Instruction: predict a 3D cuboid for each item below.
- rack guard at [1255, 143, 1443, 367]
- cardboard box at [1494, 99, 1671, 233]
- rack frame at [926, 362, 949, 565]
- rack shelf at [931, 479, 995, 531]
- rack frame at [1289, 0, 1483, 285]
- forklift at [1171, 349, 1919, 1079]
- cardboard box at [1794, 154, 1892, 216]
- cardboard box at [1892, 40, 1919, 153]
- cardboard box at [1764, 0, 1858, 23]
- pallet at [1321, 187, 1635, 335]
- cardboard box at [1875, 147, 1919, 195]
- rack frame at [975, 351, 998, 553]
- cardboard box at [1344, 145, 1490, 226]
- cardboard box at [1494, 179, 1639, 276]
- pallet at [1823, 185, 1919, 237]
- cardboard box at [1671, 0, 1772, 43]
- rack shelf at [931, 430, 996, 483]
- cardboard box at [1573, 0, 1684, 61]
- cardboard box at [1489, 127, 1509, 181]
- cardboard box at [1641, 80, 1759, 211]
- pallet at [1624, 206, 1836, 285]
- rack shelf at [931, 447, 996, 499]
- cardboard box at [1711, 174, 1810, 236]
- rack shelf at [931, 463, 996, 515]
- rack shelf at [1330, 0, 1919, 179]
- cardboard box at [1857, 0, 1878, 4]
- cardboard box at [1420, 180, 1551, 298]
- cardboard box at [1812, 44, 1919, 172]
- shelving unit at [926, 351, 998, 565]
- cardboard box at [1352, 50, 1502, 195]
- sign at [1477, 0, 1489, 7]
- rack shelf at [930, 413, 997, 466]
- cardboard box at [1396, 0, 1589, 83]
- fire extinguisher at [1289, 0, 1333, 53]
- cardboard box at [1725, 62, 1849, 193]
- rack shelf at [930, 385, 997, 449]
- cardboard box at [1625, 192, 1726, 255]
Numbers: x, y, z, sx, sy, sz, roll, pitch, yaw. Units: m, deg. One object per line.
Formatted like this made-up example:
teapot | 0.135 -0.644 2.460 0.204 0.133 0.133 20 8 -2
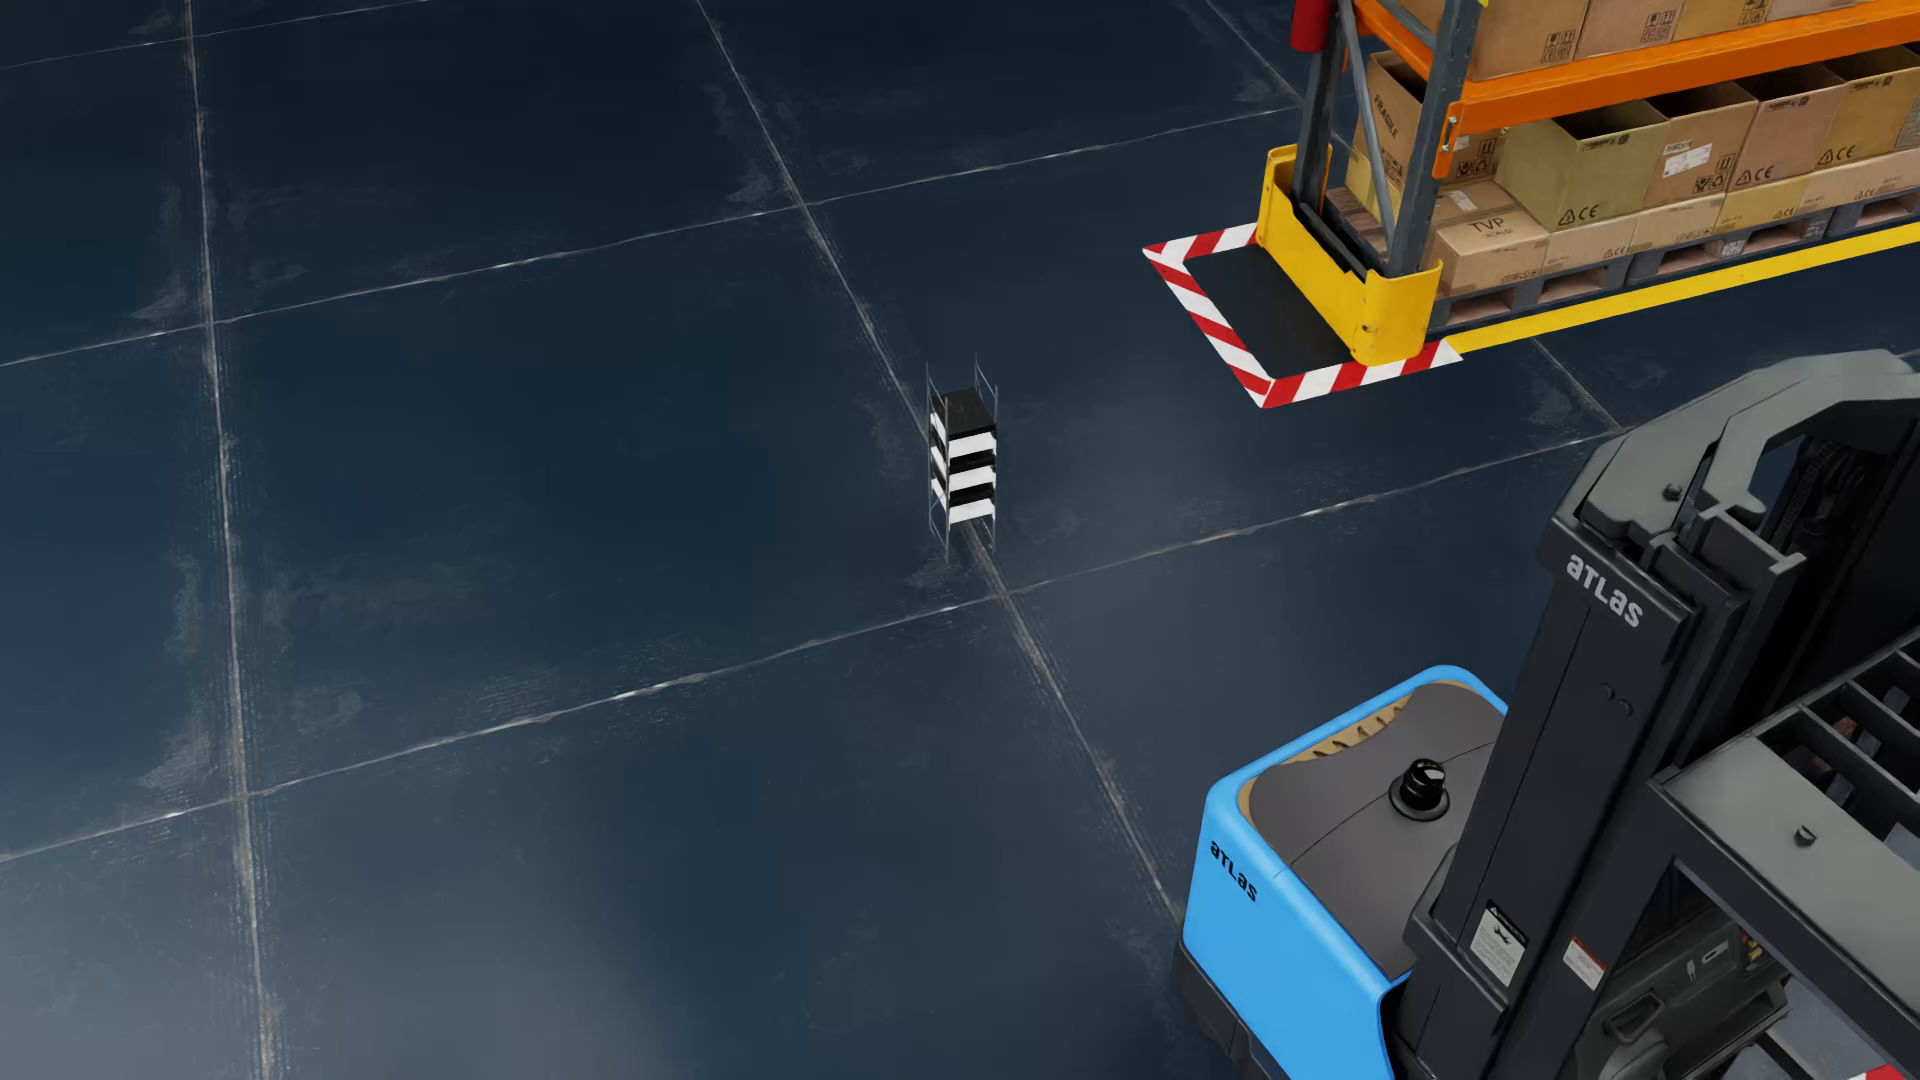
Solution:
rack guard | 1.872 -1.415 8.117 0.348 0.500 1.175 -14 47 -14
cardboard box | 2.944 -1.848 7.899 0.500 0.500 0.500 -14 47 -14
rack frame | -0.088 -0.295 6.718 0.006 0.900 0.240 -14 47 -14
rack shelf | 0.008 -0.169 6.894 0.200 0.077 0.258 -14 47 -14
rack frame | 1.894 -2.304 7.237 0.127 3.000 1.000 -14 47 -14
forklift | 1.898 1.157 3.837 1.130 2.935 3.031 -23 50 -22
cardboard box | 4.356 -1.942 8.522 0.500 0.250 0.500 -14 47 -14
cardboard box | 4.820 -2.338 8.387 0.500 0.500 0.500 -14 47 -14
cardboard box | 3.793 -2.817 7.678 0.500 0.500 0.700 -13 47 -13
pallet | 2.599 -1.531 8.436 1.213 0.211 1.003 -14 47 -14
cardboard box | 4.821 -2.072 8.652 0.500 0.250 0.500 -14 47 -14
rack frame | 0.103 -0.344 6.767 0.006 0.900 0.240 -14 47 -14
cardboard box | 2.298 -1.807 8.387 0.500 0.250 0.500 -14 47 -14
cardboard box | 2.943 -1.585 8.166 0.500 0.250 0.500 -14 47 -14
pallet | 4.894 -2.118 9.021 1.213 0.211 1.003 -14 47 -14
cardboard box | 3.299 -2.688 7.550 0.500 0.500 0.700 -14 47 -14
rack shelf | 0.008 -0.360 6.702 0.200 0.077 0.258 -14 47 -14
cardboard box | 2.830 -2.572 7.434 0.500 0.500 0.700 -13 47 -13
cardboard box | 2.764 -1.935 8.515 0.500 0.250 0.500 -14 47 -14
cardboard box | 3.410 -1.977 8.027 0.500 0.500 0.500 -14 47 -14
pallet | 3.745 -1.822 8.726 1.213 0.211 1.003 -14 47 -14
rack shelf | 0.008 -0.296 6.766 0.200 0.077 0.258 -14 47 -14
cardboard box | 3.886 -1.822 8.402 0.500 0.250 0.500 -14 47 -14
rack shelf | 0.008 -0.233 6.830 0.200 0.077 0.258 -14 47 -14
rack shelf | 3.775 -2.531 7.972 4.000 0.370 1.077 -14 47 -14
cardboard box | 4.274 -2.941 7.802 0.500 0.500 0.700 -14 47 -13
cardboard box | 2.474 -1.462 8.043 0.500 0.250 0.500 -14 47 -14
cardboard box | 4.351 -2.215 8.265 0.500 0.500 0.500 -14 47 -14
shelving unit | 0.008 -0.320 6.743 0.210 0.900 0.258 -14 47 -14
cardboard box | 2.298 -2.073 8.123 0.500 0.500 0.500 -14 47 -14
sign | 2.077 -2.266 6.533 0.005 0.325 0.100 -14 47 -14
rack shelf | 0.008 -0.423 6.639 0.200 0.077 0.258 -14 47 -14
cardboard box | 2.338 -2.443 7.305 0.500 0.500 0.700 -14 47 -14
fire extinguisher | 1.625 -2.557 7.545 0.183 0.674 0.296 -14 47 -14
cardboard box | 3.886 -2.086 8.136 0.500 0.500 0.500 -14 47 -14
rack shelf | 0.008 -0.487 6.575 0.200 0.077 0.258 -14 47 -14
cardboard box | 3.414 -1.705 8.285 0.500 0.250 0.500 -14 47 -14
